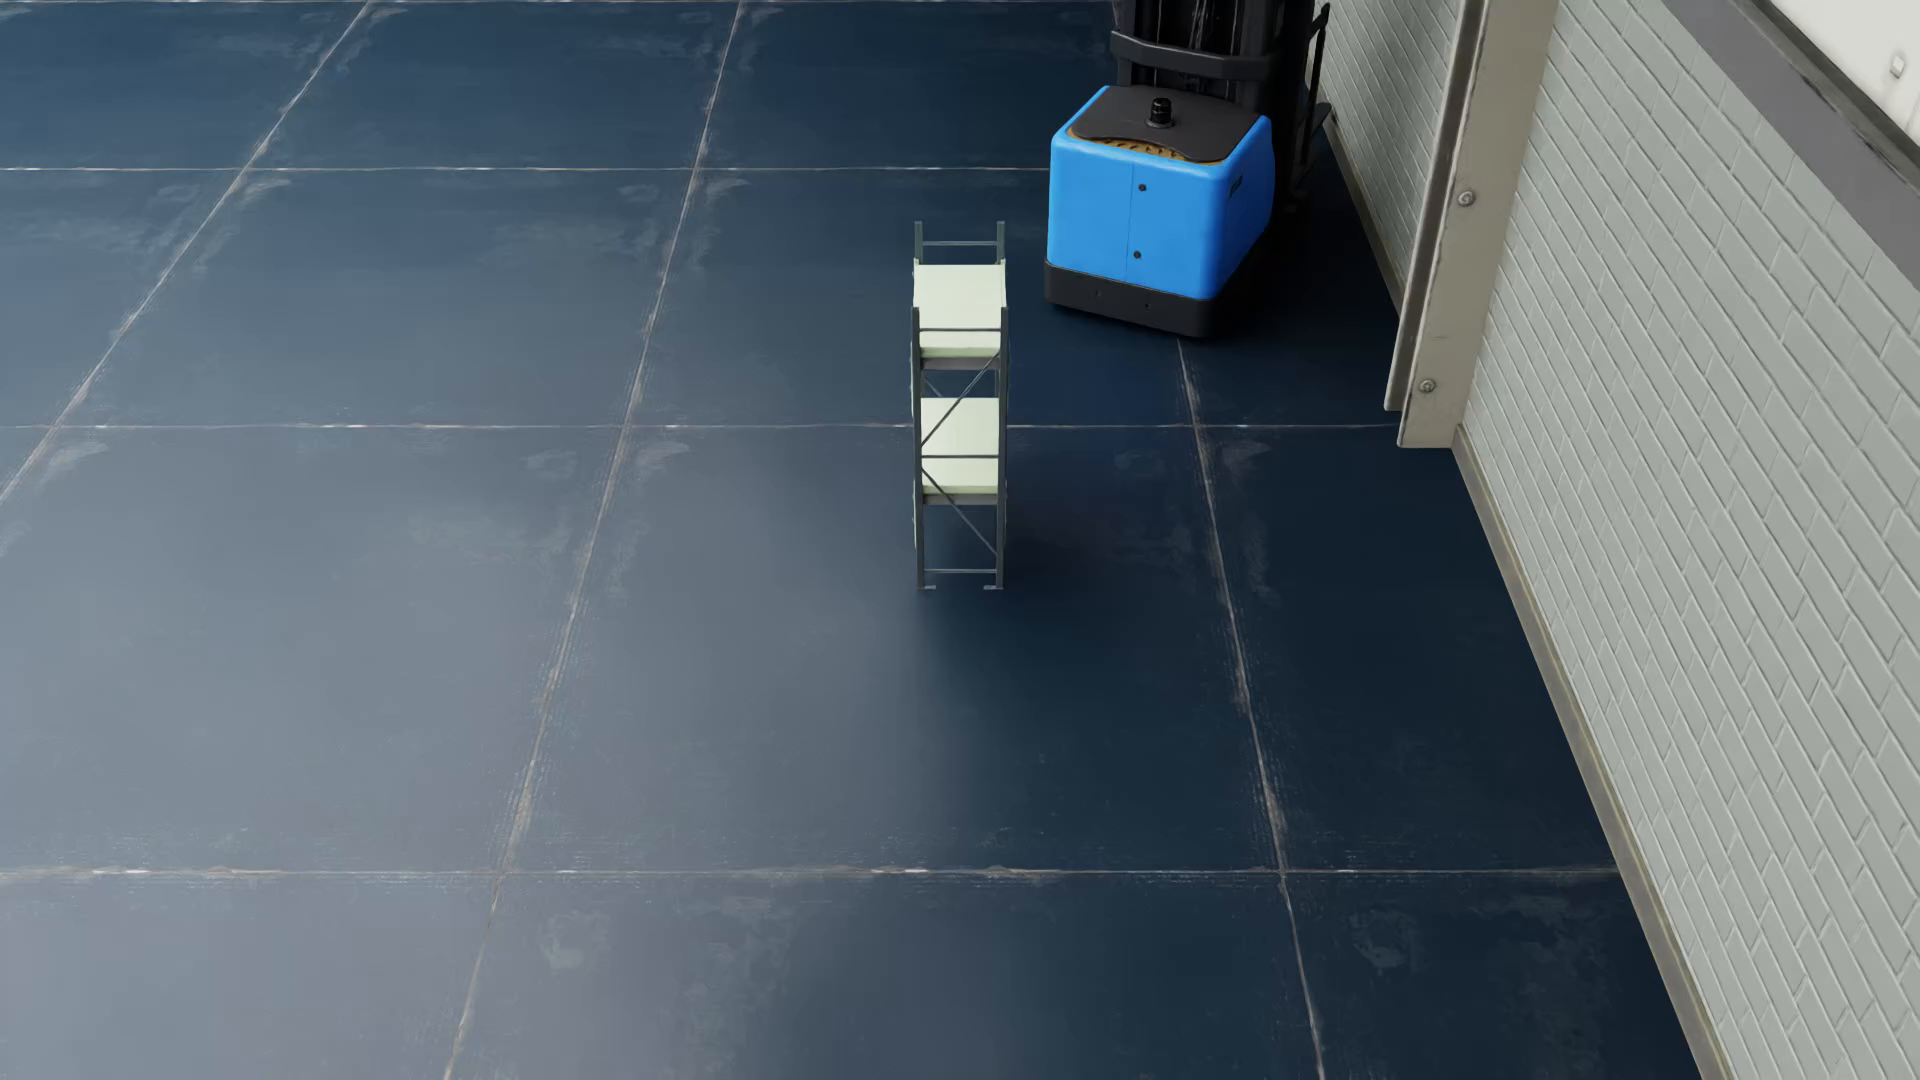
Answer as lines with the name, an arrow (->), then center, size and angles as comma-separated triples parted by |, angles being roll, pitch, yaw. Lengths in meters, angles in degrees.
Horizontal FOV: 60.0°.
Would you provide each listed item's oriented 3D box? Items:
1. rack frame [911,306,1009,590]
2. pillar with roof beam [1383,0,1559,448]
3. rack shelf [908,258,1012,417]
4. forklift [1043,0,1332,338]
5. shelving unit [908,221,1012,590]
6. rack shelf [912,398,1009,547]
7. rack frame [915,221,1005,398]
rack frame -> 0.000, -0.361, 7.246 | 0.400, 1.500, 0.023 | 0, 39, 0
pillar with roof beam -> -1.885, -4.109, 5.928 | 9.100, 9.000, 0.400 | 0, 39, 0
rack shelf -> 0.000, -0.894, 7.288 | 0.431, 0.370, 0.720 | 0, 39, 0
forklift -> 1.577, -3.189, 9.631 | 1.130, 2.935, 3.031 | 17, 42, 20
shelving unit -> 0.000, -0.589, 7.532 | 0.431, 1.500, 0.755 | 0, 39, 0
rack shelf -> 0.000, -0.335, 7.736 | 0.431, 0.370, 0.720 | 0, 39, 0
rack frame -> 0.000, -0.818, 7.817 | 0.400, 1.500, 0.023 | 0, 39, 0
